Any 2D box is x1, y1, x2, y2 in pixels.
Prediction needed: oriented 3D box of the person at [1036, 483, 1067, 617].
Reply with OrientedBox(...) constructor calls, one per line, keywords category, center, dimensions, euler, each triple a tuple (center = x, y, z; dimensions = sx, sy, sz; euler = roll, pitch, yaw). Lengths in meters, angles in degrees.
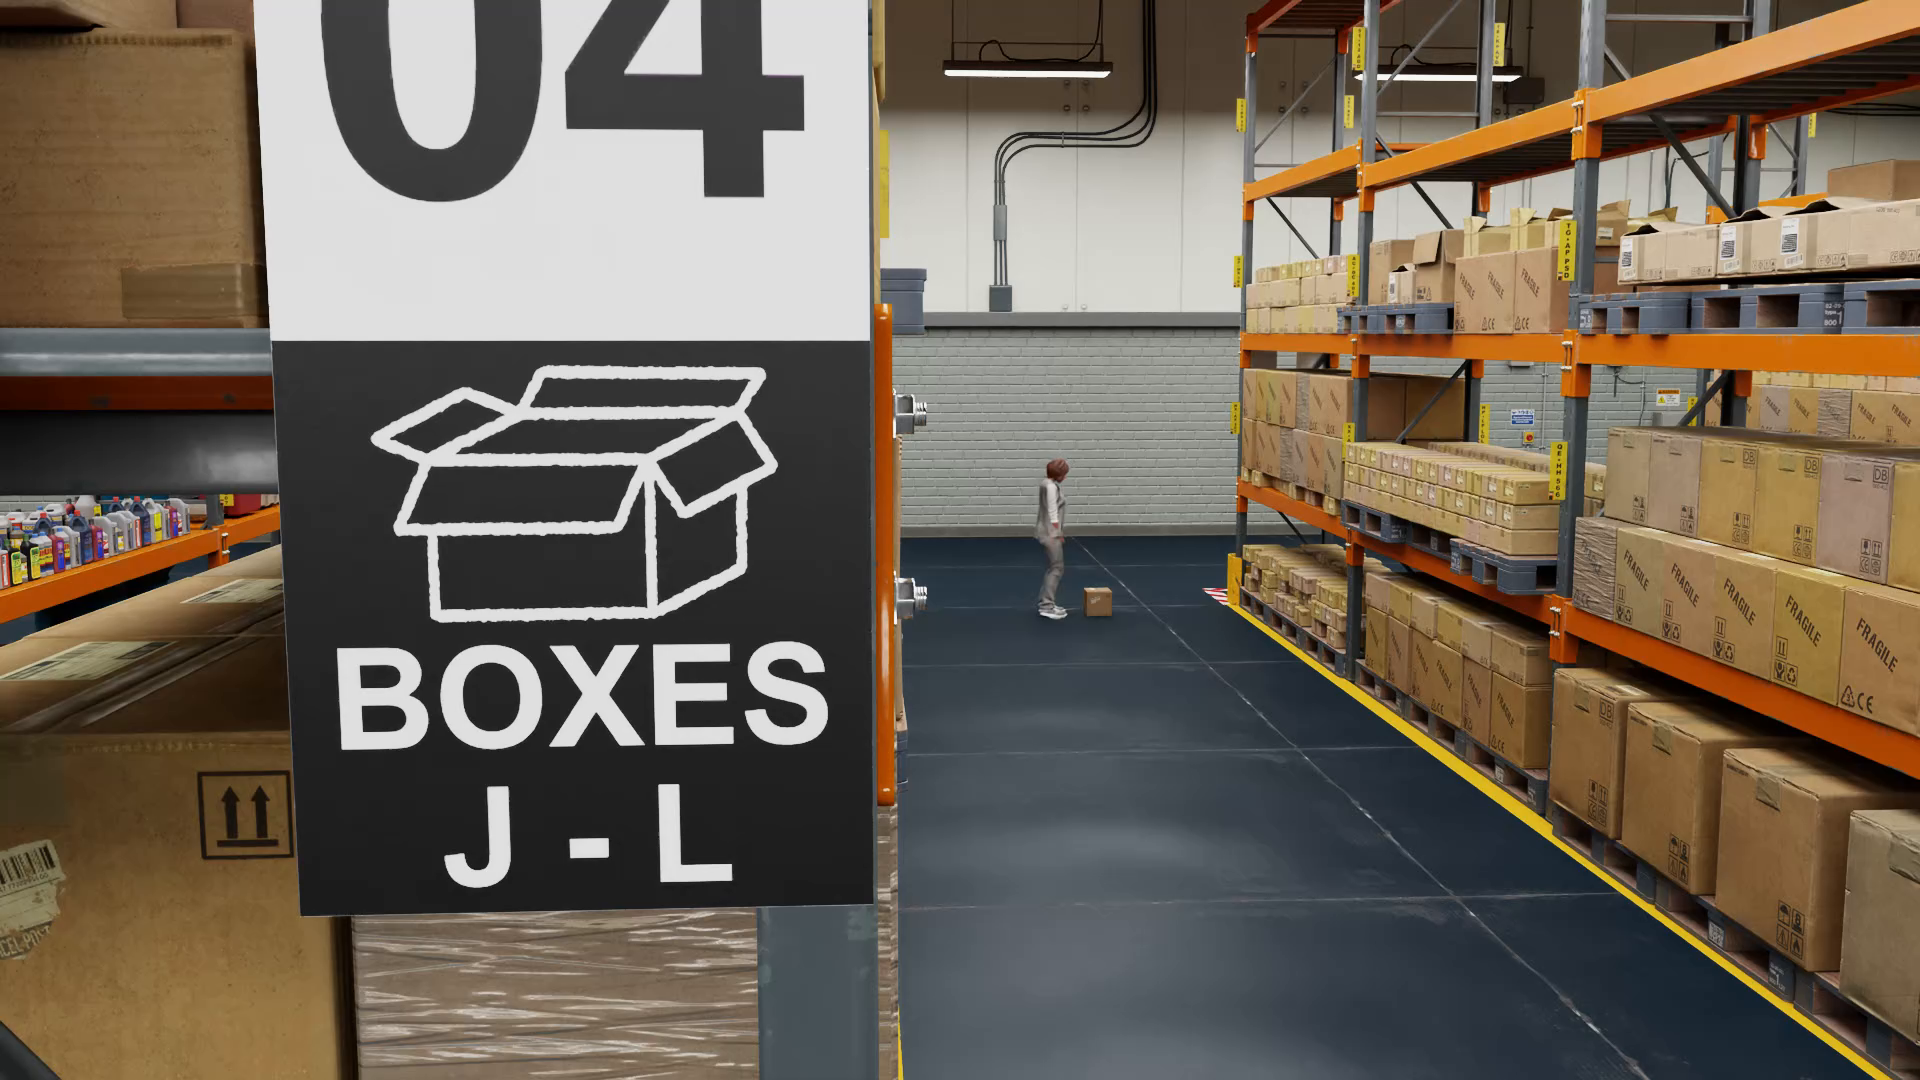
OrientedBox(category="person", center=(0.913, 0.084, 16.661), dimensions=(0.310, 1.352, 0.417), euler=(0, 7, -2))
